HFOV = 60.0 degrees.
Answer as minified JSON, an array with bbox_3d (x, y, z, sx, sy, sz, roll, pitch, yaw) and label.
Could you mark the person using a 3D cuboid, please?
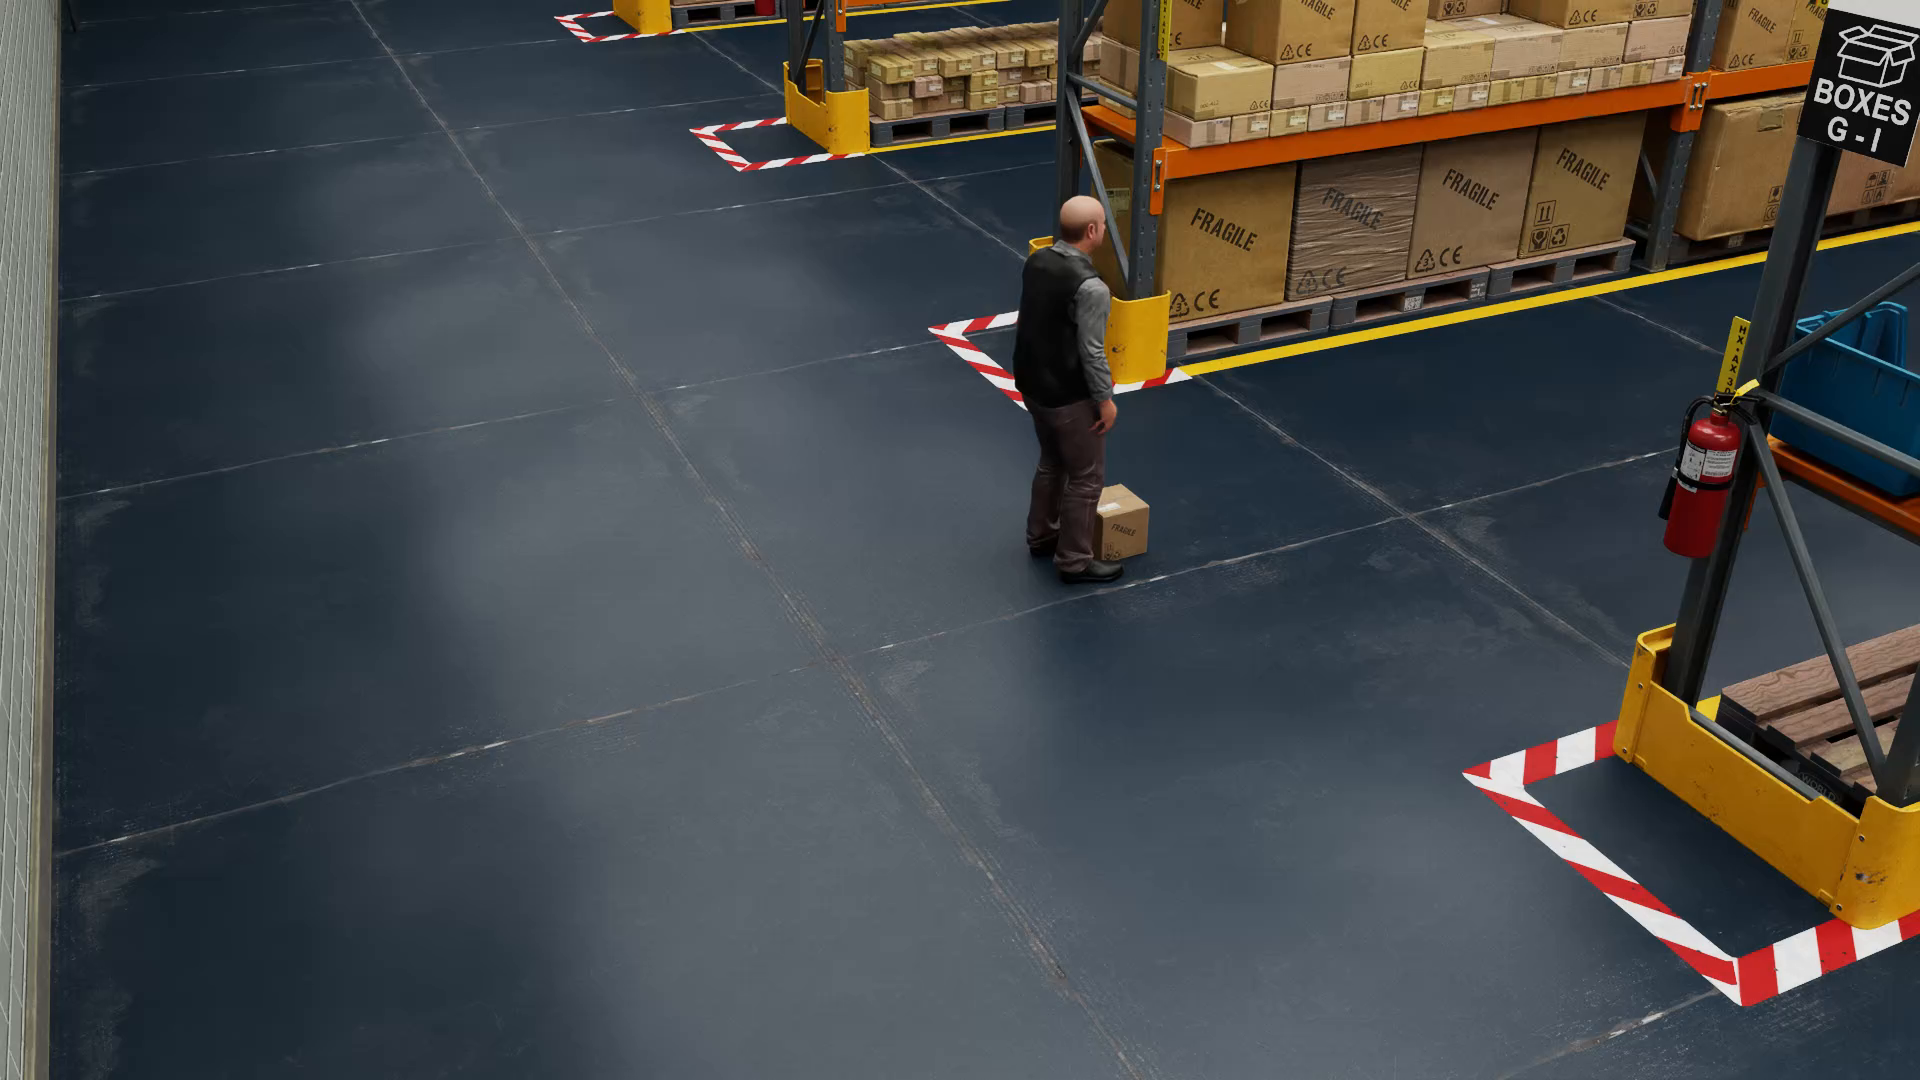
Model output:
[{"bbox_3d":[0.457,-0.660,7.330,0.415,1.722,0.591,-14,32,-24],"label":"person"}]
